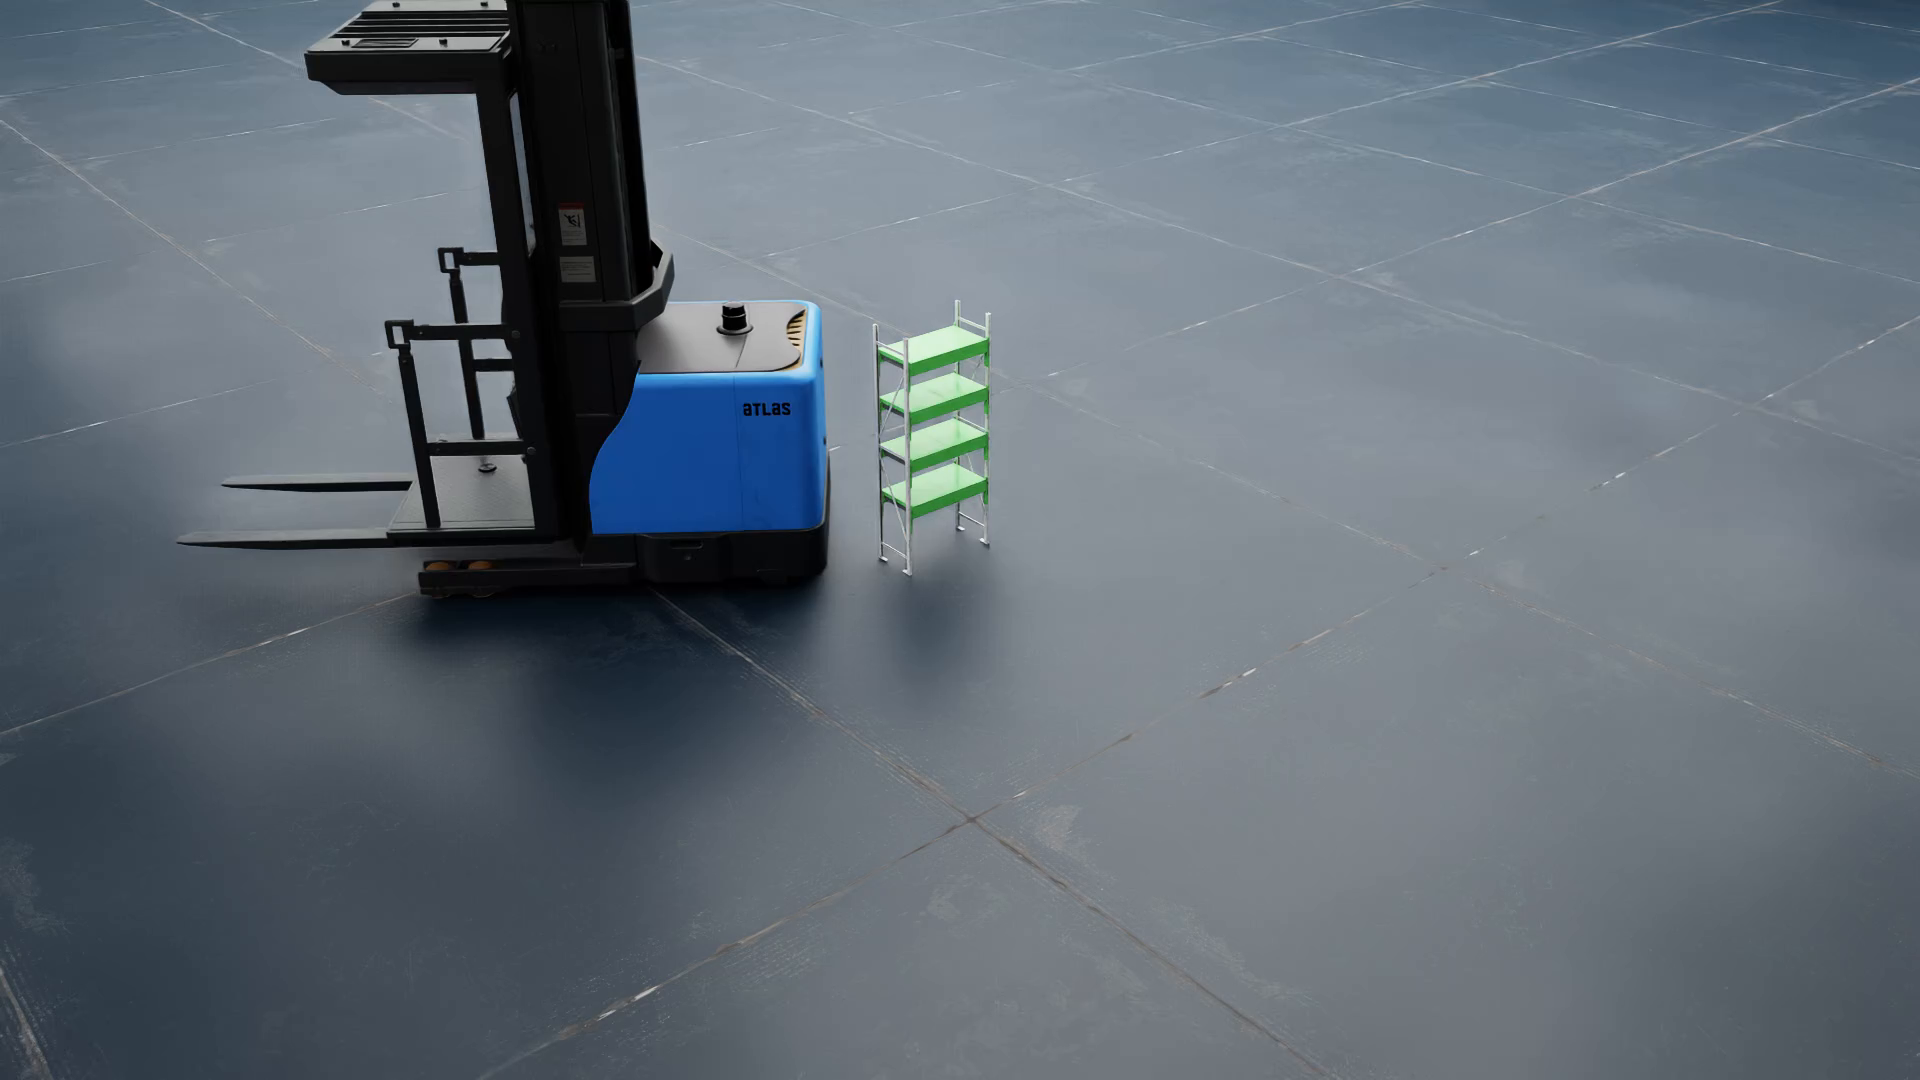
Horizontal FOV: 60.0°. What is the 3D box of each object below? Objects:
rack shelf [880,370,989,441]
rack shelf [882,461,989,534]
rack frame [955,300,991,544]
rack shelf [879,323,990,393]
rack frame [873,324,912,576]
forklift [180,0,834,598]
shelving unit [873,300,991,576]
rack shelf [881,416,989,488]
[{"bbox_3d":[-0.126,-0.634,7.789,0.480,0.148,0.258,-22,35,-35],"label":"rack shelf"},{"bbox_3d":[-0.126,-0.211,8.016,0.480,0.148,0.258,-22,35,-35],"label":"rack shelf"},{"bbox_3d":[0.060,-0.553,8.012,0.015,1.200,0.240,-22,35,-35],"label":"rack frame"},{"bbox_3d":[-0.126,-0.846,7.676,0.480,0.148,0.258,-22,35,-35],"label":"rack shelf"},{"bbox_3d":[-0.312,-0.404,7.733,0.015,1.200,0.240,-22,35,-35],"label":"rack frame"},{"bbox_3d":[-2.147,-1.276,7.529,3.031,2.935,1.130,-1,28,-2],"label":"forklift"},{"bbox_3d":[-0.126,-0.479,7.872,0.503,1.200,0.258,-22,35,-35],"label":"shelving unit"},{"bbox_3d":[-0.126,-0.422,7.903,0.480,0.148,0.258,-22,35,-35],"label":"rack shelf"}]
